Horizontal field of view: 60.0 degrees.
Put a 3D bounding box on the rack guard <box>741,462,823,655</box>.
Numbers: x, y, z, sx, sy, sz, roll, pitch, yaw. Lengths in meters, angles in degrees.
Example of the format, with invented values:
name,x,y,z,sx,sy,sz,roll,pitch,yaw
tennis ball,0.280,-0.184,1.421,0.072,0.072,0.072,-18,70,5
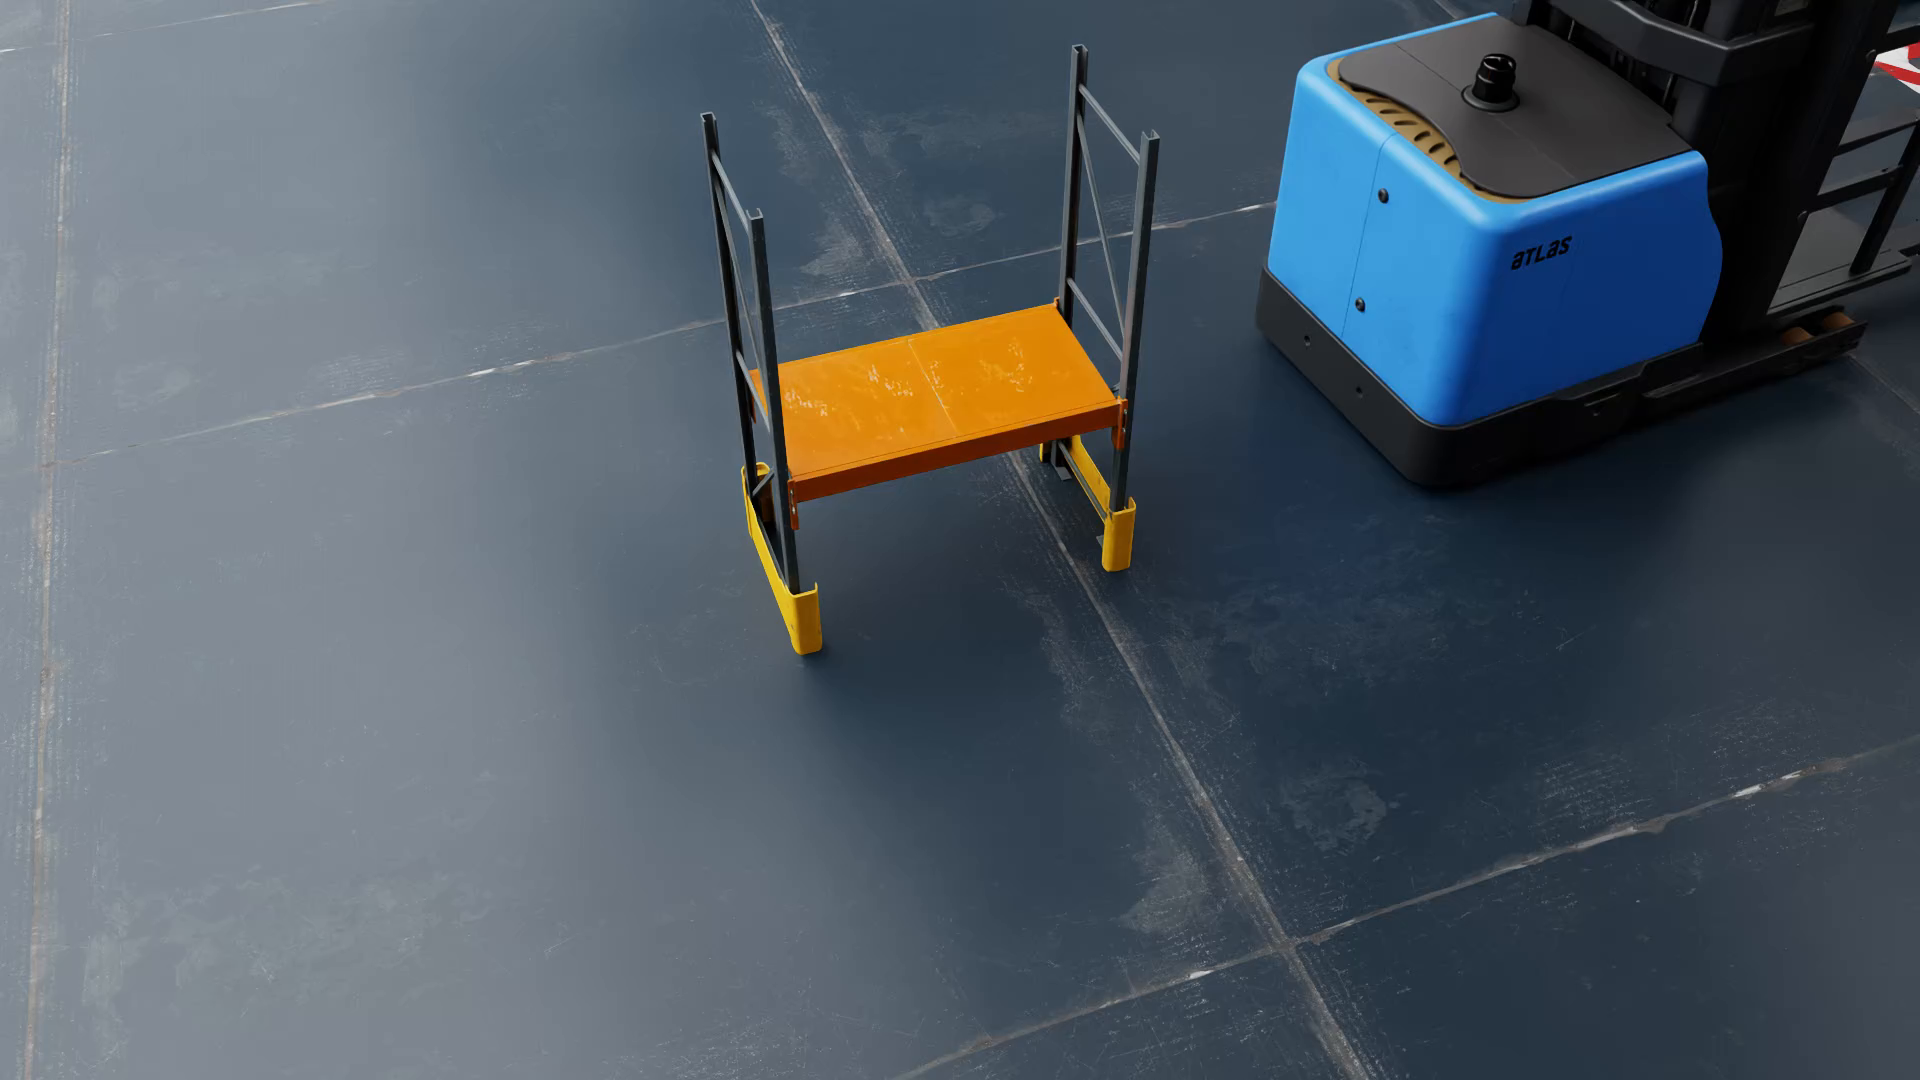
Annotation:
name,x,y,z,sx,sy,sz,roll,pitch,yaw
rack guard,-0.540,0.050,5.024,0.087,0.250,0.587,-14,47,-14

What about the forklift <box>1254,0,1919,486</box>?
name,x,y,z,sx,sy,sz,roll,pitch,yaw
forklift,2.607,-1.930,5.105,3.031,2.935,1.130,-19,48,-18

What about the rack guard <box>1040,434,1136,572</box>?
name,x,y,z,sx,sy,sz,roll,pitch,yaw
rack guard,0.397,-0.190,5.263,0.087,0.250,0.587,-14,47,-14

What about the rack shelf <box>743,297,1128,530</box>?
name,x,y,z,sx,sy,sz,roll,pitch,yaw
rack shelf,-0.080,-0.382,4.826,1.000,0.185,0.538,-14,47,-14

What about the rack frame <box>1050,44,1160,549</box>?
name,x,y,z,sx,sy,sz,roll,pitch,yaw
rack frame,0.398,-0.631,4.820,0.032,1.500,0.500,-14,47,-14

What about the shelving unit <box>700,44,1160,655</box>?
name,x,y,z,sx,sy,sz,roll,pitch,yaw
shelving unit,-0.072,-0.511,4.701,1.083,1.500,0.587,-14,47,-14

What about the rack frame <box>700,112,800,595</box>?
name,x,y,z,sx,sy,sz,roll,pitch,yaw
rack frame,-0.558,-0.387,4.576,0.032,1.500,0.500,-14,47,-14
